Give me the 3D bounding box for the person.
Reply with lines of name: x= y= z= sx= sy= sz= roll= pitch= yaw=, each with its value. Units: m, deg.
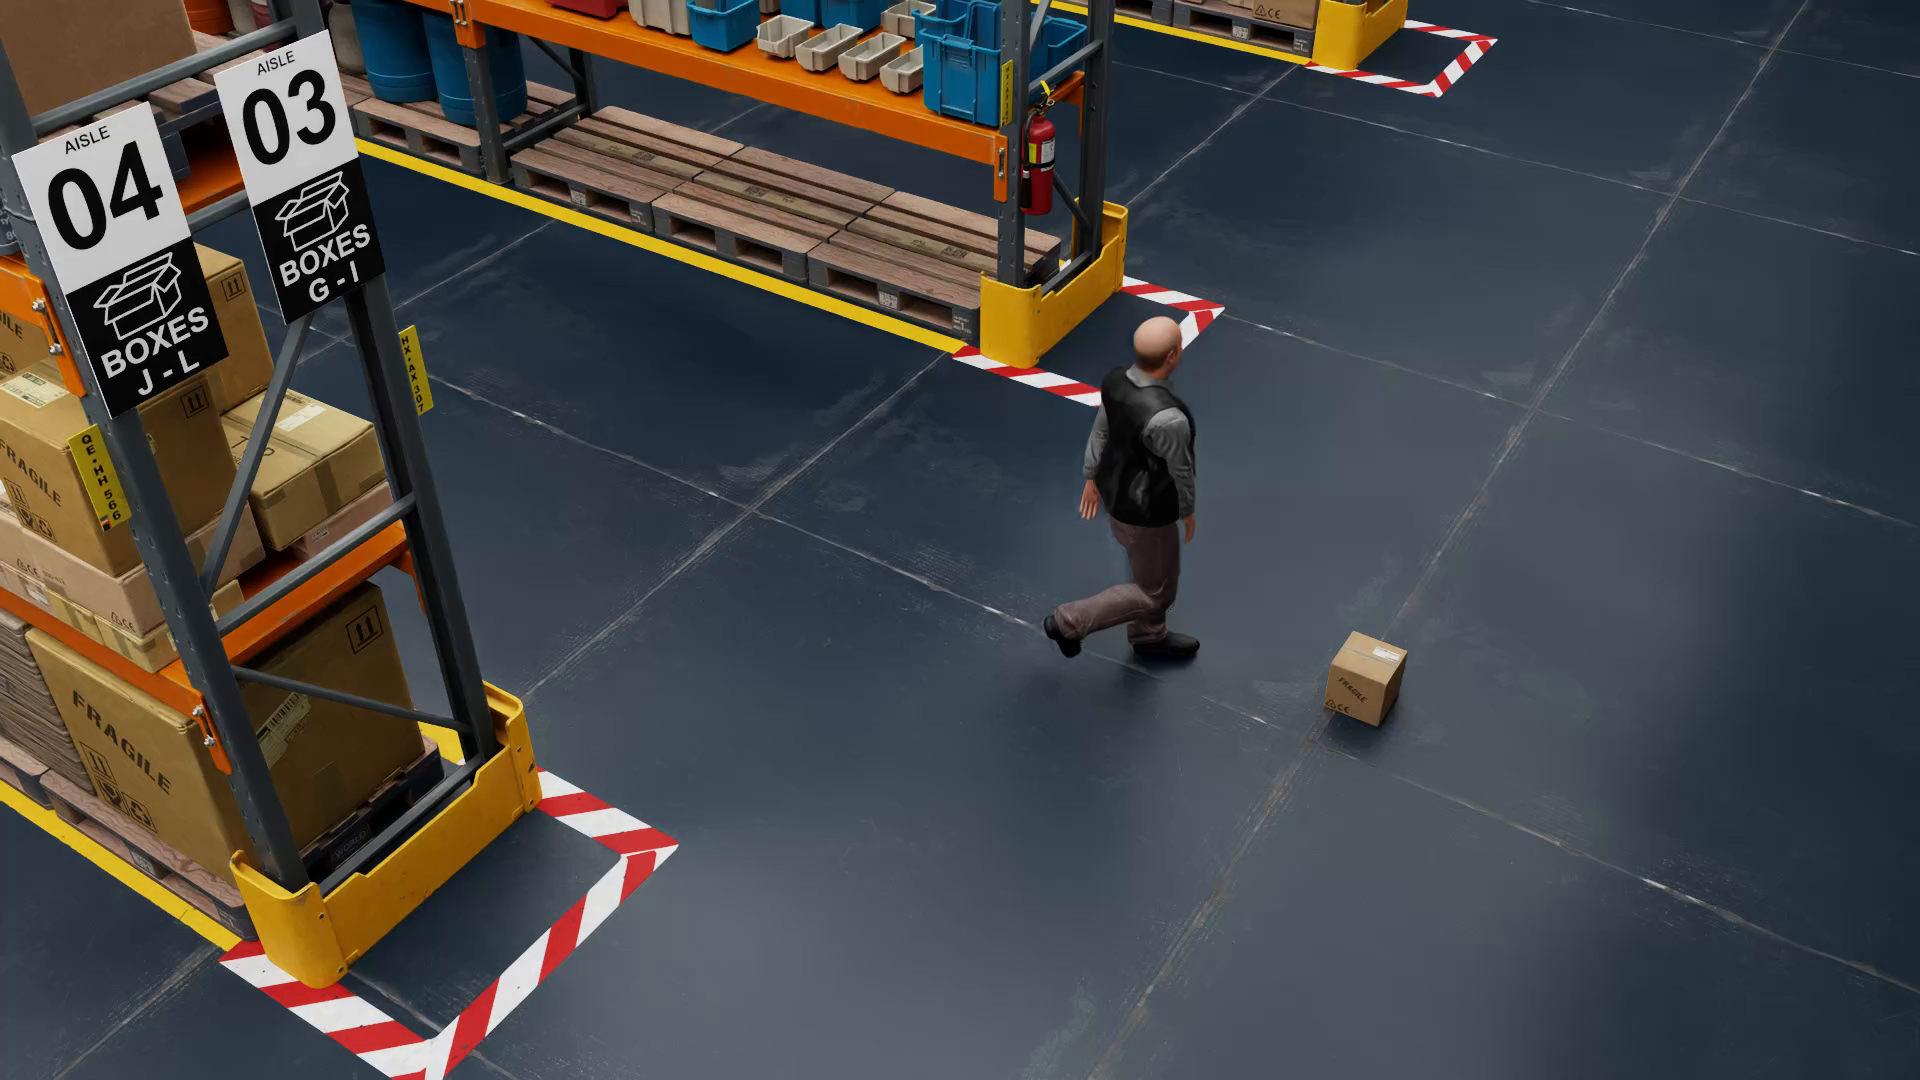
person: x=0.743 y=-0.160 z=6.890 sx=0.665 sy=1.711 sz=0.505 roll=-8 pitch=39 yaw=-10
